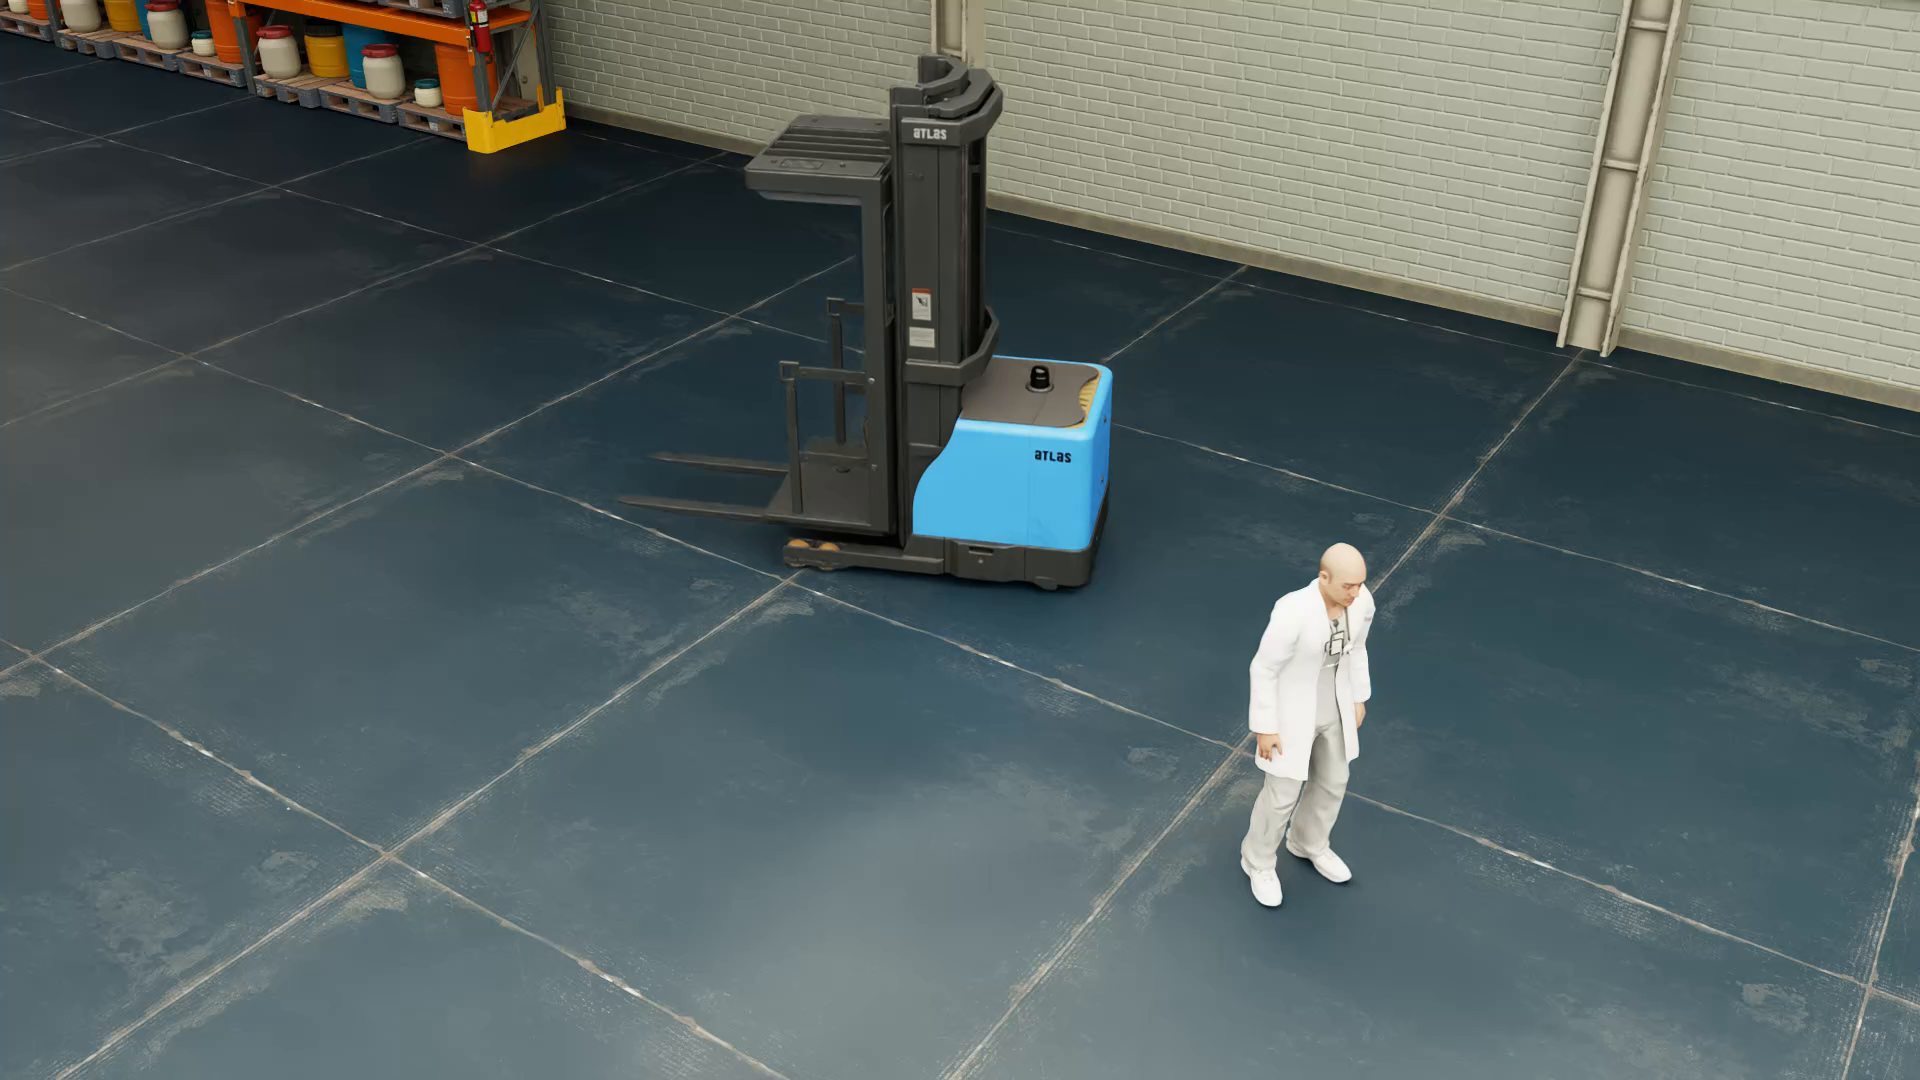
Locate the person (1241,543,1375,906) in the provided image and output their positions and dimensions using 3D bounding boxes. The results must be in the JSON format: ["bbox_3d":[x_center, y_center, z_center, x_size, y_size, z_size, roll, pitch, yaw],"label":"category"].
[{"bbox_3d":[1.564,0.780,7.393,0.643,1.773,0.433,-14,33,-23],"label":"person"}]

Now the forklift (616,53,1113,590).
[{"bbox_3d":[-0.620,-1.332,9.876,3.031,2.935,1.130,6,31,10],"label":"forklift"}]
